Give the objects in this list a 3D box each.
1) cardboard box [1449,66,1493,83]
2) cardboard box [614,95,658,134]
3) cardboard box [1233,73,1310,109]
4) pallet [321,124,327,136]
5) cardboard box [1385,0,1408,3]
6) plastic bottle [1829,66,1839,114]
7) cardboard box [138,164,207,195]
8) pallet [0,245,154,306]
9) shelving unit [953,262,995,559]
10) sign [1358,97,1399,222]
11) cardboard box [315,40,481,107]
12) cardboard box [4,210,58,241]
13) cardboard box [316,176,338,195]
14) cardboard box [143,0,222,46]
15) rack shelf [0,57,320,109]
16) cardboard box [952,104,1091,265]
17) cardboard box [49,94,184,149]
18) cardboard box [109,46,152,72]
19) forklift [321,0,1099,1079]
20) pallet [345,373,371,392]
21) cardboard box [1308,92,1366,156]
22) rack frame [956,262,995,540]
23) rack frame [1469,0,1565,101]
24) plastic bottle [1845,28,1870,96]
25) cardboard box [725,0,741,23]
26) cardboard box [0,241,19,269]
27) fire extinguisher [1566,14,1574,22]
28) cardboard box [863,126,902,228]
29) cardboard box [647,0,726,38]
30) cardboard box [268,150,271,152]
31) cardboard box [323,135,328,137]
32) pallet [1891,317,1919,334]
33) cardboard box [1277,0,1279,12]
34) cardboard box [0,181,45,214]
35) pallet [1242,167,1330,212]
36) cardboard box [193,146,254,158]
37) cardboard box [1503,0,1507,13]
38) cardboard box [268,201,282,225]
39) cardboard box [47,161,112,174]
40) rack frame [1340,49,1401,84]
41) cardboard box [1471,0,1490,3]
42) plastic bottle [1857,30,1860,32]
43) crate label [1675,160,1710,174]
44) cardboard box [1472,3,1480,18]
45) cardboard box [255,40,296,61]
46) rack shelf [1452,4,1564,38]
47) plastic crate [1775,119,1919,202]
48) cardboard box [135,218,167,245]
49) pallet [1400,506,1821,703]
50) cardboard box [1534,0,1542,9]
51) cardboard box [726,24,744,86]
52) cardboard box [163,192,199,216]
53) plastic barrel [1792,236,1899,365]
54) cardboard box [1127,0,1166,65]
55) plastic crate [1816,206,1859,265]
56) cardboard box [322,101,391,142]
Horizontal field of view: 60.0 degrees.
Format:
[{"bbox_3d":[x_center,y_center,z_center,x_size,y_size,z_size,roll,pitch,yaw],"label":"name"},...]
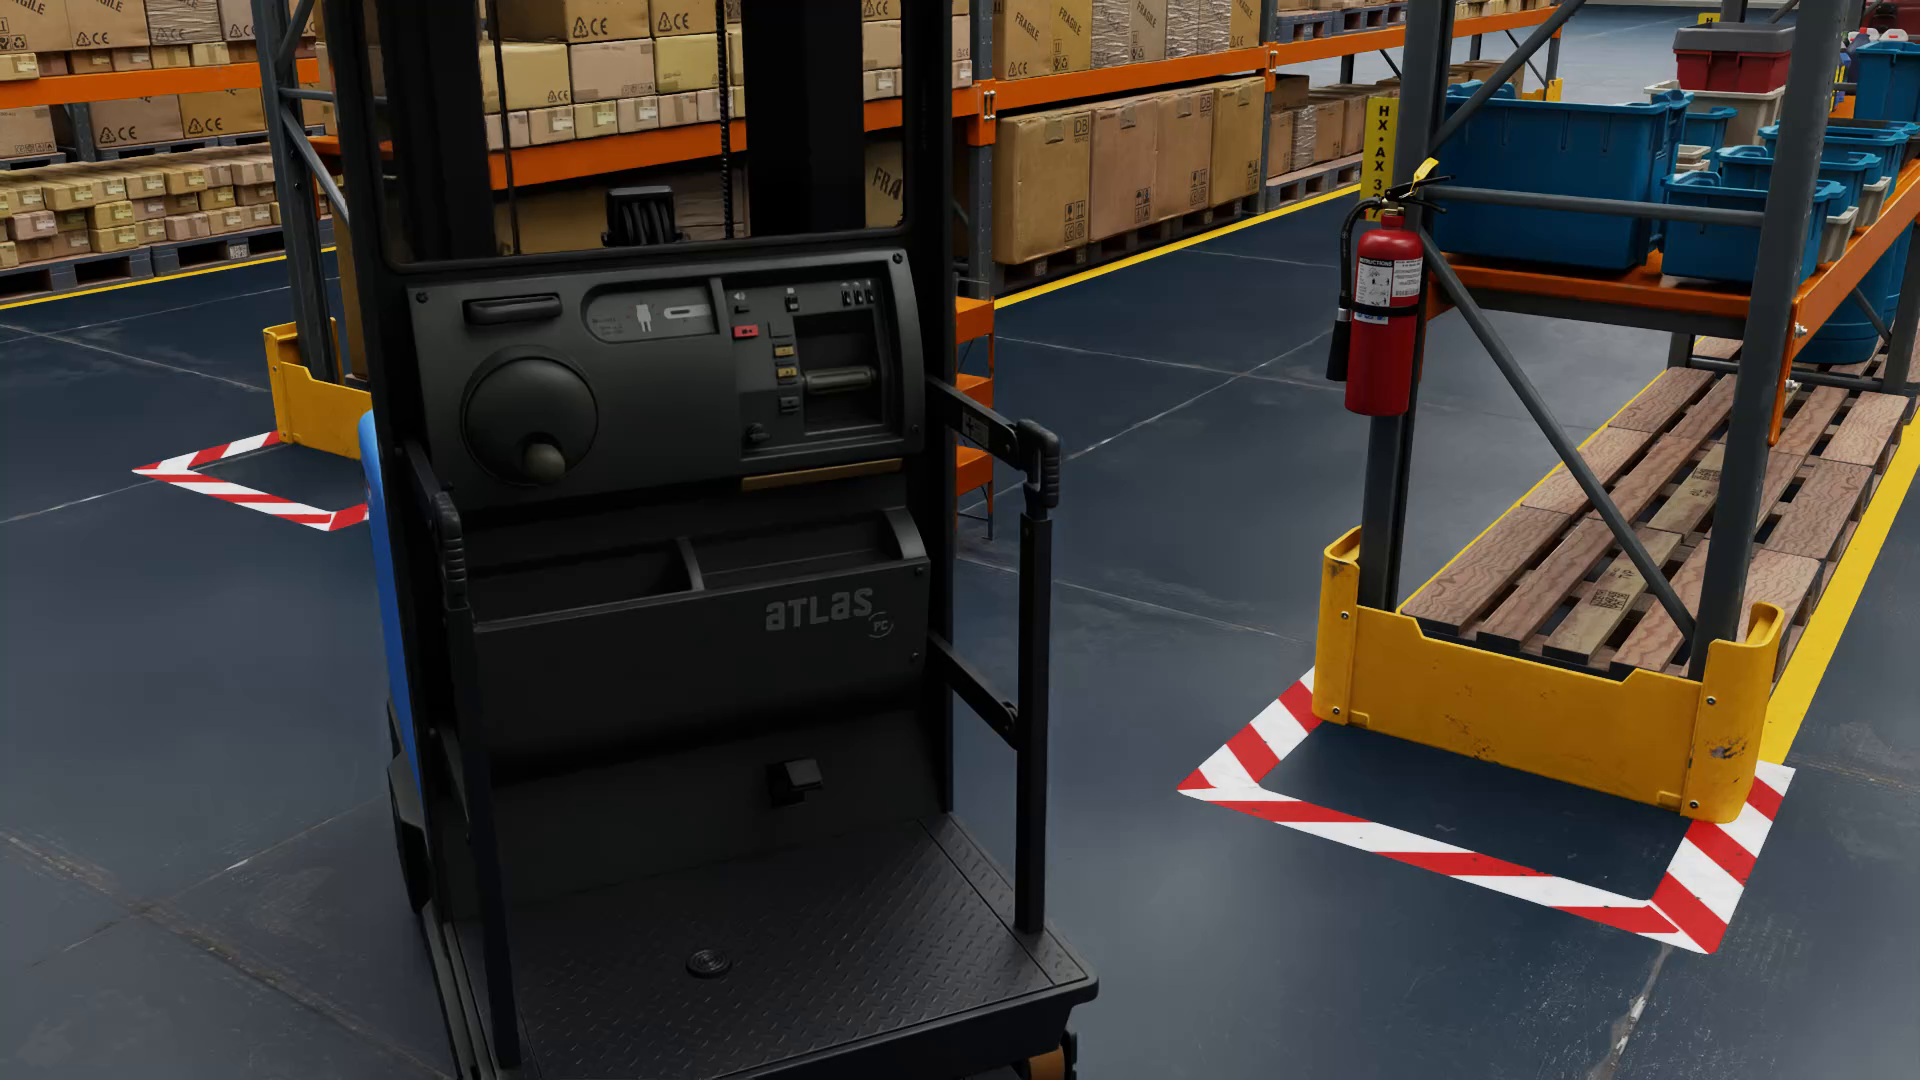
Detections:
[{"bbox_3d":[5.450,-4.890,18.158,0.500,0.500,0.500,16,26,37],"label":"cardboard box"},{"bbox_3d":[-1.599,-1.947,7.566,0.380,0.149,0.250,13,24,31],"label":"cardboard box"},{"bbox_3d":[2.635,-3.838,14.205,0.500,0.250,0.500,17,26,38],"label":"cardboard box"},{"bbox_3d":[-6.708,-4.513,18.162,1.003,0.211,1.213,13,24,32],"label":"pallet"},{"bbox_3d":[3.679,-5.525,15.408,1.000,1.000,1.000,13,24,32],"label":"cardboard box"},{"bbox_3d":[4.206,-2.263,8.129,0.144,0.351,0.185,13,24,32],"label":"plastic bottle"},{"bbox_3d":[-5.250,-2.405,11.090,0.380,0.149,0.250,14,24,33],"label":"cardboard box"},{"bbox_3d":[-6.020,-1.741,10.667,1.003,0.211,1.213,13,24,32],"label":"pallet"},{"bbox_3d":[-0.030,-0.477,6.041,0.215,1.050,0.252,13,24,32],"label":"shelving unit"},{"bbox_3d":[1.128,-1.018,4.457,0.100,0.325,0.005,13,24,32],"label":"sign"},{"bbox_3d":[-2.451,-2.064,7.310,0.500,0.250,0.500,13,24,31],"label":"cardboard box"},{"bbox_3d":[-5.842,-1.968,10.337,0.380,0.149,0.250,13,24,32],"label":"cardboard box"},{"bbox_3d":[-4.715,-2.582,11.998,0.380,0.149,0.250,14,24,32],"label":"cardboard box"},{"bbox_3d":[-5.221,-3.506,10.847,0.500,0.500,0.500,13,24,30],"label":"cardboard box"},{"bbox_3d":[-5.425,-3.037,11.189,1.077,0.370,4.000,13,24,32],"label":"rack shelf"},{"bbox_3d":[0.088,-2.340,10.725,1.225,0.875,0.875,13,24,32],"label":"cardboard box"},{"bbox_3d":[-8.169,-4.279,15.966,0.875,0.875,0.875,14,25,33],"label":"cardboard box"},{"bbox_3d":[-5.424,-3.099,10.682,0.380,0.149,0.250,13,24,31],"label":"cardboard box"},{"bbox_3d":[-0.426,-0.306,2.867,1.130,2.935,3.031,-9,22,-22],"label":"forklift"},{"bbox_3d":[-2.119,-0.741,7.965,1.003,0.211,1.213,13,24,32],"label":"pallet"},{"bbox_3d":[3.281,-3.816,15.226,0.700,0.500,0.500,11,23,27],"label":"cardboard box"},{"bbox_3d":[0.038,-0.512,6.136,0.200,1.050,0.008,13,24,32],"label":"rack frame"},{"bbox_3d":[6.490,-6.395,19.230,1.000,3.000,0.127,13,24,32],"label":"rack frame"},{"bbox_3d":[4.908,-2.616,9.084,0.144,0.351,0.185,13,24,32],"label":"plastic bottle"},{"bbox_3d":[-1.308,-2.996,8.746,0.500,0.500,0.500,12,24,30],"label":"cardboard box"},{"bbox_3d":[-5.990,-1.749,10.172,0.380,0.149,0.250,14,24,33],"label":"cardboard box"},{"bbox_3d":[6.936,-6.302,19.090,0.296,0.674,0.183,13,24,32],"label":"fire extinguisher"},{"bbox_3d":[-0.692,-1.979,9.748,0.875,0.875,0.875,13,24,32],"label":"cardboard box"},{"bbox_3d":[-1.443,-2.604,7.687,0.500,0.500,0.500,13,24,30],"label":"cardboard box"},{"bbox_3d":[-4.741,-2.721,11.945,0.380,0.149,0.250,14,25,34],"label":"cardboard box"},{"bbox_3d":[-4.666,-3.029,12.776,0.380,0.149,0.250,14,25,34],"label":"cardboard box"},{"bbox_3d":[4.994,-1.243,9.322,1.003,0.211,1.213,13,24,32],"label":"pallet"},{"bbox_3d":[2.264,-4.506,13.375,0.500,0.500,0.500,10,23,25],"label":"cardboard box"},{"bbox_3d":[-5.918,-2.126,10.336,0.380,0.149,0.250,14,24,33],"label":"cardboard box"},{"bbox_3d":[2.434,-3.016,14.114,1.003,0.211,1.213,13,24,32],"label":"pallet"},{"bbox_3d":[-5.309,-2.743,12.003,0.380,0.149,0.250,14,24,33],"label":"cardboard box"},{"bbox_3d":[5.547,-5.646,17.568,0.380,0.149,0.250,13,24,32],"label":"cardboard box"},{"bbox_3d":[-4.821,-2.332,11.751,0.380,0.149,0.250,13,24,32],"label":"cardboard box"},{"bbox_3d":[-5.929,-2.451,11.213,0.380,0.149,0.250,14,25,34],"label":"cardboard box"},{"bbox_3d":[4.242,-5.248,16.128,1.000,3.000,0.127,13,24,32],"label":"rack frame"},{"bbox_3d":[4.856,-5.688,16.745,0.875,0.500,0.500,13,24,32],"label":"cardboard box"},{"bbox_3d":[5.491,-2.985,10.195,0.097,0.271,0.097,0,20,0],"label":"plastic bottle"},{"bbox_3d":[2.212,-1.177,5.418,0.396,0.136,0.243,13,24,32],"label":"crate label"},{"bbox_3d":[5.013,-5.353,16.774,0.380,0.149,0.250,13,24,32],"label":"cardboard box"},{"bbox_3d":[-4.815,-3.390,11.468,0.380,0.149,0.250,12,23,30],"label":"cardboard box"},{"bbox_3d":[5.366,-5.484,17.804,1.077,0.370,4.000,13,24,32],"label":"rack shelf"},{"bbox_3d":[2.912,-1.259,5.499,0.416,0.233,0.300,13,24,32],"label":"plastic crate"},{"bbox_3d":[-5.478,-2.056,11.003,0.380,0.149,0.250,13,24,32],"label":"cardboard box"},{"bbox_3d":[2.088,0.240,5.311,1.003,0.211,1.213,13,24,32],"label":"pallet"},{"bbox_3d":[6.262,-6.002,18.529,0.380,0.149,0.250,13,24,32],"label":"cardboard box"},{"bbox_3d":[-1.150,-2.403,8.226,0.500,0.250,0.500,13,24,31],"label":"cardboard box"},{"bbox_3d":[-5.354,-2.288,11.203,0.380,0.149,0.250,15,25,35],"label":"cardboard box"},{"bbox_3d":[4.161,-1.352,8.015,0.600,0.901,0.708,13,24,32],"label":"plastic barrel"},{"bbox_3d":[1.060,-3.520,11.312,0.500,0.500,0.500,14,24,33],"label":"cardboard box"},{"bbox_3d":[2.252,-0.826,4.467,0.250,0.136,0.298,13,24,32],"label":"plastic crate"},{"bbox_3d":[-2.576,-1.853,7.313,0.380,0.149,0.250,14,24,33],"label":"cardboard box"}]
